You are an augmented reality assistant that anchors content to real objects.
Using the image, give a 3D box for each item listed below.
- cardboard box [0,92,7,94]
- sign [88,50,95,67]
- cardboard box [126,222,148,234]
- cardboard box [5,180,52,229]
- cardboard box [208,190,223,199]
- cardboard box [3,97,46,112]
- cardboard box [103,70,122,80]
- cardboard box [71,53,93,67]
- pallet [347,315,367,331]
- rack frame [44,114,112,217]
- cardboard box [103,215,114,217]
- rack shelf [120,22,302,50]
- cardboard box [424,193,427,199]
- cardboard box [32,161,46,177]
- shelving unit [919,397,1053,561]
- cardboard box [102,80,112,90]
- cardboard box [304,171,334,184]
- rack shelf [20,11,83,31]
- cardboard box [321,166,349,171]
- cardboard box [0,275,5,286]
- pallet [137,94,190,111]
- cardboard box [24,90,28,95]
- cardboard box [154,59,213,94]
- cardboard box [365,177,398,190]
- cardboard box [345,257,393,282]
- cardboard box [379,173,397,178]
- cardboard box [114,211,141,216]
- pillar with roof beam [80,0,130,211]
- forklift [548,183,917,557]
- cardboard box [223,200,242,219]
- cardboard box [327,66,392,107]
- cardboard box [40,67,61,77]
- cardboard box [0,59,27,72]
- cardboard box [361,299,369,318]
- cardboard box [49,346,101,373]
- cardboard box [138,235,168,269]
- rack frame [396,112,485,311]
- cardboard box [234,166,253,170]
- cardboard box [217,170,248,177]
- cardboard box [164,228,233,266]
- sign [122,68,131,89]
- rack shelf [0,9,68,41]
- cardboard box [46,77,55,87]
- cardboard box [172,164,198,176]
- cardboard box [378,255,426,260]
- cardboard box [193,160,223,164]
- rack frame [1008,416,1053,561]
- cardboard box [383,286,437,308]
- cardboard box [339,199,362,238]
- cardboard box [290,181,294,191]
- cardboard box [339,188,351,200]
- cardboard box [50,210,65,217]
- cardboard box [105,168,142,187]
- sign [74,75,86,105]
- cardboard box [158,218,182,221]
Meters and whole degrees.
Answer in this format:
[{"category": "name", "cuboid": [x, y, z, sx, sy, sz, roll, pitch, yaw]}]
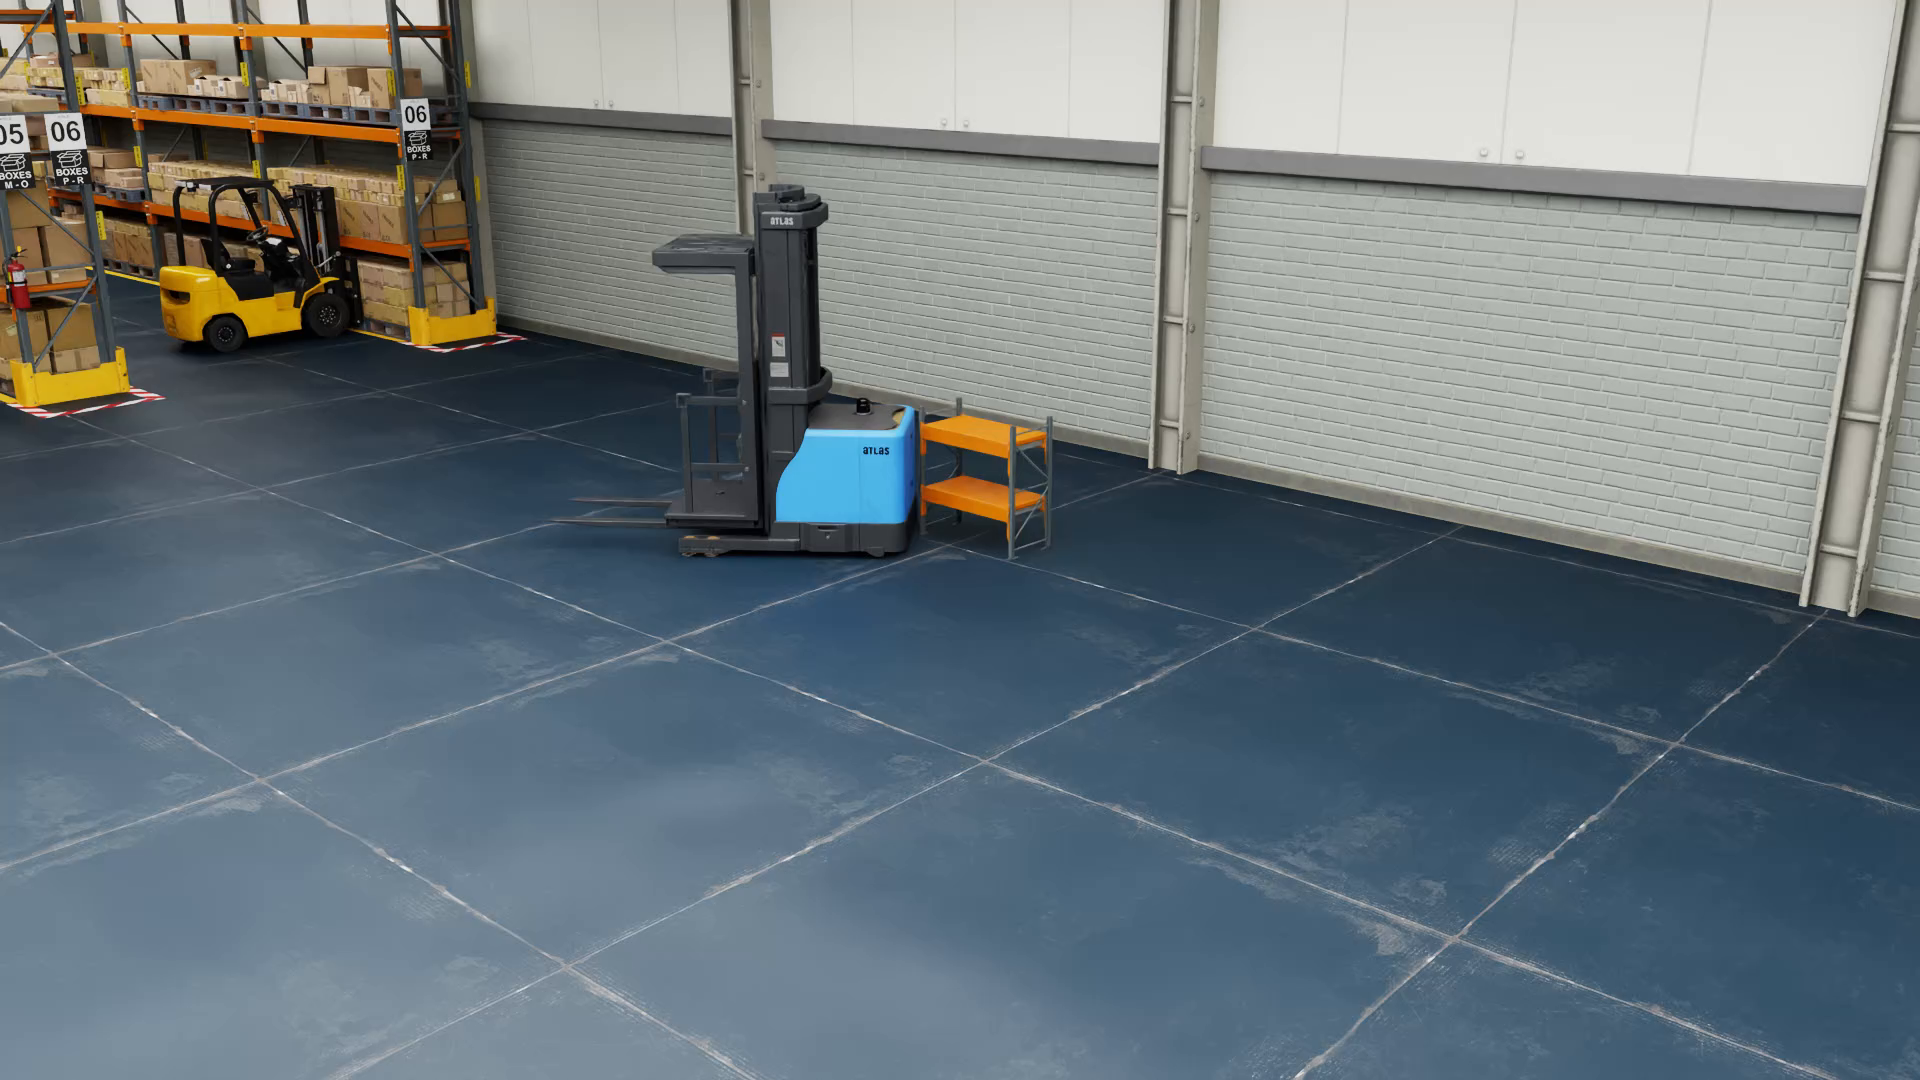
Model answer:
[{"category": "cardboard box", "cuboid": [-11.635, -5.268, 19.892, 0.250, 0.149, 0.380, 15, 23, 40]}, {"category": "sign", "cuboid": [-15.566, -8.603, 29.795, 0.005, 0.325, 0.100, 15, 23, 39]}, {"category": "cardboard box", "cuboid": [-13.870, -5.280, 28.155, 0.250, 0.149, 0.380, 14, 22, 37]}, {"category": "cardboard box", "cuboid": [-10.776, -3.798, 18.811, 0.500, 0.500, 0.700, 14, 23, 38]}, {"category": "cardboard box", "cuboid": [-11.253, -5.419, 25.650, 0.500, 0.250, 0.500, 16, 23, 40]}, {"category": "cardboard box", "cuboid": [-10.578, -4.934, 18.837, 0.250, 0.149, 0.380, 15, 23, 39]}, {"category": "cardboard box", "cuboid": [-13.915, -7.681, 27.493, 0.250, 0.149, 0.380, 15, 23, 38]}, {"category": "cardboard box", "cuboid": [-15.438, -8.418, 29.098, 0.258, 0.266, 0.396, 15, 23, 39]}, {"category": "pallet", "cuboid": [-8.465, -3.263, 24.044, 1.213, 0.211, 1.003, 15, 23, 39]}, {"category": "rack frame", "cuboid": [-15.932, -6.612, 29.988, 0.127, 3.000, 1.000, 15, 23, 39]}, {"category": "cardboard box", "cuboid": [-15.006, -5.600, 29.165, 0.250, 0.149, 0.380, 15, 23, 39]}, {"category": "rack shelf", "cuboid": [-11.444, -7.734, 25.454, 4.000, 0.370, 1.077, 15, 23, 39]}, {"category": "cardboard box", "cuboid": [-7.265, -4.722, 22.793, 0.250, 0.149, 0.380, 15, 23, 39]}, {"category": "cardboard box", "cuboid": [-16.475, -6.730, 30.114, 0.500, 0.250, 0.500, 16, 23, 41]}, {"category": "shelving unit", "cuboid": [0.207, -0.528, 13.915, 1.048, 1.125, 0.538, 16, 24, 41]}, {"category": "cardboard box", "cuboid": [-13.940, -7.529, 27.507, 0.250, 0.149, 0.380, 15, 23, 39]}, {"category": "cardboard box", "cuboid": [-9.118, -5.171, 23.718, 0.250, 0.149, 0.380, 15, 23, 38]}, {"category": "rack shelf", "cuboid": [-17.428, -9.529, 30.455, 4.000, 0.370, 1.077, 15, 23, 39]}, {"category": "cardboard box", "cuboid": [-9.142, -5.399, 24.436, 0.250, 0.149, 0.380, 15, 23, 39]}, {"category": "cardboard box", "cuboid": [-10.933, -3.012, 19.059, 0.250, 0.149, 0.380, 15, 23, 39]}, {"category": "pallet", "cuboid": [-12.373, -7.033, 26.667, 1.003, 0.211, 1.213, 16, 24, 42]}, {"category": "cardboard box", "cuboid": [-16.397, -7.928, 29.589, 0.250, 0.149, 0.380, 15, 23, 39]}, {"category": "cardboard box", "cuboid": [-12.116, -7.255, 26.030, 0.500, 0.500, 0.700, 14, 23, 38]}, {"category": "cardboard box", "cuboid": [-7.920, -4.881, 22.805, 0.250, 0.149, 0.380, 15, 23, 40]}, {"category": "cardboard box", "cuboid": [-8.278, -3.791, 23.297, 0.500, 0.250, 0.500, 15, 23, 40]}, {"category": "cardboard box", "cuboid": [-7.966, -5.103, 23.502, 0.250, 0.149, 0.380, 14, 23, 38]}, {"category": "cardboard box", "cuboid": [-14.868, -5.778, 29.724, 0.250, 0.149, 0.380, 14, 22, 37]}, {"category": "pillar with roof beam", "cuboid": [-18.712, -8.842, 27.095, 0.400, 9.000, 9.100, 15, 23, 39]}, {"category": "forklift", "cuboid": [-1.913, -1.417, 13.731, 3.031, 2.935, 1.130, 1, 18, 4]}, {"category": "cardboard box", "cuboid": [-10.879, -5.076, 25.396, 0.500, 0.250, 0.500, 15, 23, 39]}, {"category": "cardboard box", "cuboid": [-8.149, -6.190, 22.674, 0.500, 0.500, 0.700, 15, 23, 40]}, {"category": "cardboard box", "cuboid": [-15.591, -8.055, 28.638, 0.250, 0.149, 0.380, 14, 23, 38]}, {"category": "cardboard box", "cuboid": [-17.228, -8.601, 30.226, 0.500, 0.250, 0.500, 16, 23, 40]}, {"category": "cardboard box", "cuboid": [-8.252, -3.320, 23.465, 0.500, 0.250, 0.500, 15, 23, 40]}, {"category": "cardboard box", "cuboid": [-10.668, -2.193, 19.915, 0.500, 0.250, 0.500, 15, 23, 39]}, {"category": "cardboard box", "cuboid": [-13.399, -4.854, 27.886, 0.500, 0.500, 0.500, 16, 24, 41]}, {"category": "rack frame", "cuboid": [-6.957, -4.203, 22.396, 0.127, 3.000, 1.000, 15, 23, 39]}, {"category": "cardboard box", "cuboid": [-11.178, -5.799, 26.187, 0.250, 0.149, 0.380, 15, 23, 40]}, {"category": "cardboard box", "cuboid": [-11.143, -5.580, 25.496, 0.250, 0.149, 0.380, 14, 23, 38]}, {"category": "cardboard box", "cuboid": [-12.483, -4.749, 27.349, 0.625, 0.625, 0.875, 16, 24, 41]}, {"category": "sign", "cuboid": [-13.302, -7.363, 26.540, 0.005, 0.325, 0.100, 15, 23, 39]}, {"category": "rack shelf", "cuboid": [-11.744, -5.996, 19.322, 4.000, 0.370, 1.077, 15, 23, 39]}, {"category": "cardboard box", "cuboid": [-15.415, -7.862, 28.521, 0.250, 0.149, 0.380, 15, 23, 40]}, {"category": "cardboard box", "cuboid": [-12.284, -5.887, 26.464, 0.250, 0.149, 0.380, 15, 23, 40]}, {"category": "cardboard box", "cuboid": [-7.933, -3.911, 23.674, 0.500, 0.250, 0.500, 15, 23, 39]}, {"category": "cardboard box", "cuboid": [-12.293, -6.119, 27.197, 0.250, 0.149, 0.380, 16, 23, 41]}, {"category": "rack frame", "cuboid": [0.577, -0.422, 13.583, 0.032, 1.125, 0.500, 16, 24, 41]}, {"category": "cardboard box", "cuboid": [-7.528, -3.358, 22.758, 0.500, 0.250, 0.500, 15, 23, 39]}, {"category": "cardboard box", "cuboid": [-8.264, -4.499, 23.164, 0.500, 0.500, 0.500, 14, 23, 38]}, {"category": "cardboard box", "cuboid": [-9.476, -5.142, 24.117, 0.250, 0.149, 0.380, 15, 23, 39]}, {"category": "cardboard box", "cuboid": [-8.378, -4.818, 23.097, 0.250, 0.149, 0.380, 15, 23, 40]}, {"category": "cardboard box", "cuboid": [-17.139, -5.891, 31.154, 0.500, 0.500, 0.700, 14, 22, 37]}, {"category": "cardboard box", "cuboid": [-13.944, -6.076, 27.853, 0.500, 0.250, 0.500, 14, 22, 37]}, {"category": "sign", "cuboid": [-9.888, -5.048, 18.656, 0.005, 0.325, 0.100, 15, 23, 39]}, {"category": "cardboard box", "cuboid": [-13.685, -5.469, 28.752, 0.250, 0.149, 0.380, 14, 22, 37]}]
